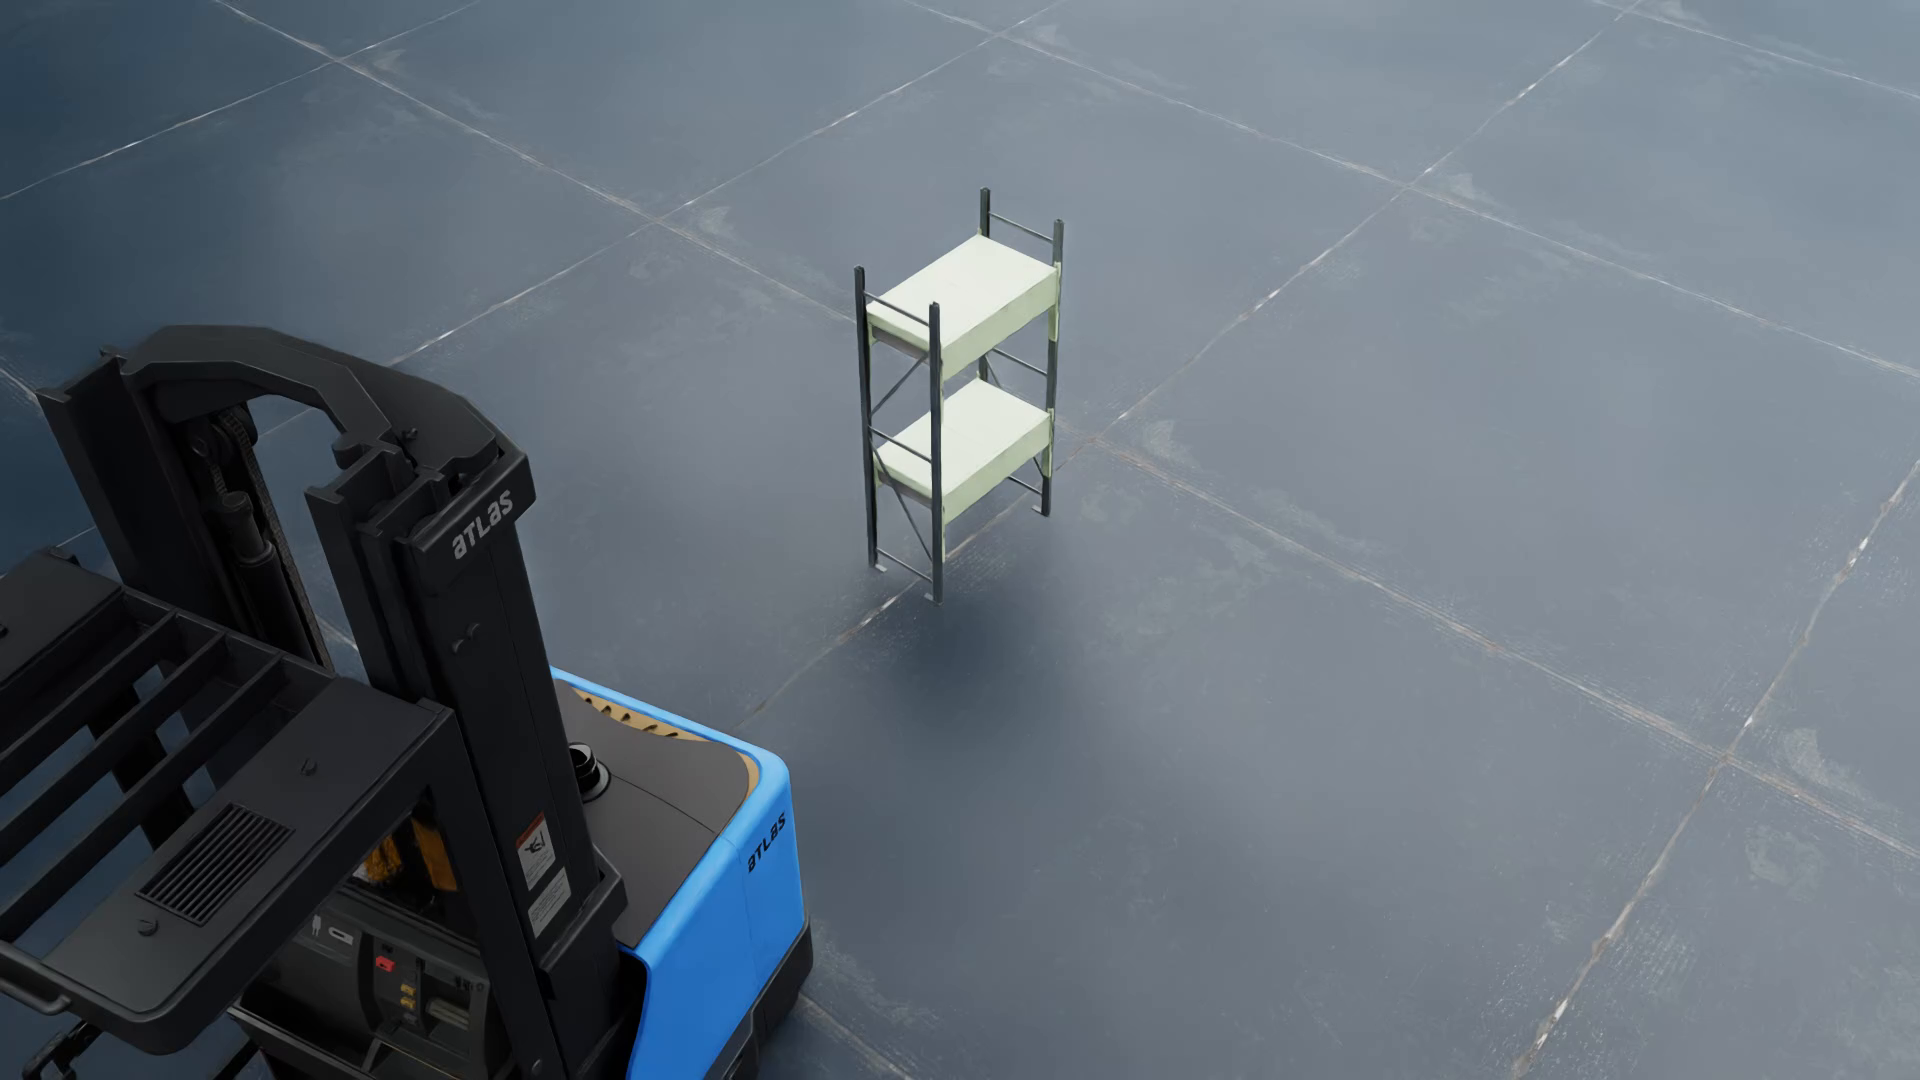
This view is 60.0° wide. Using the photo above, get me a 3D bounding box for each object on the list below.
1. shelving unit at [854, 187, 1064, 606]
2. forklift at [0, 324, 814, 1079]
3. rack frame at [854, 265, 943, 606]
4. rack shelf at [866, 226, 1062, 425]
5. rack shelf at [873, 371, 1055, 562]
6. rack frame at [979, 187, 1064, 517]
[{"bbox_3d":[0.004,-0.558,6.749,0.431,1.500,0.755,29,50,28],"label":"shelving unit"},{"bbox_3d":[-1.592,1.111,3.850,1.130,2.935,3.031,18,45,19],"label":"forklift"},{"bbox_3d":[-0.231,-0.370,6.542,0.400,1.500,0.023,29,50,28],"label":"rack frame"},{"bbox_3d":[0.004,-0.847,6.487,0.431,0.370,0.720,29,50,28],"label":"rack shelf"},{"bbox_3d":[0.004,-0.317,6.969,0.431,0.370,0.720,29,50,28],"label":"rack shelf"},{"bbox_3d":[0.240,-0.747,6.957,0.400,1.500,0.023,29,50,28],"label":"rack frame"}]
